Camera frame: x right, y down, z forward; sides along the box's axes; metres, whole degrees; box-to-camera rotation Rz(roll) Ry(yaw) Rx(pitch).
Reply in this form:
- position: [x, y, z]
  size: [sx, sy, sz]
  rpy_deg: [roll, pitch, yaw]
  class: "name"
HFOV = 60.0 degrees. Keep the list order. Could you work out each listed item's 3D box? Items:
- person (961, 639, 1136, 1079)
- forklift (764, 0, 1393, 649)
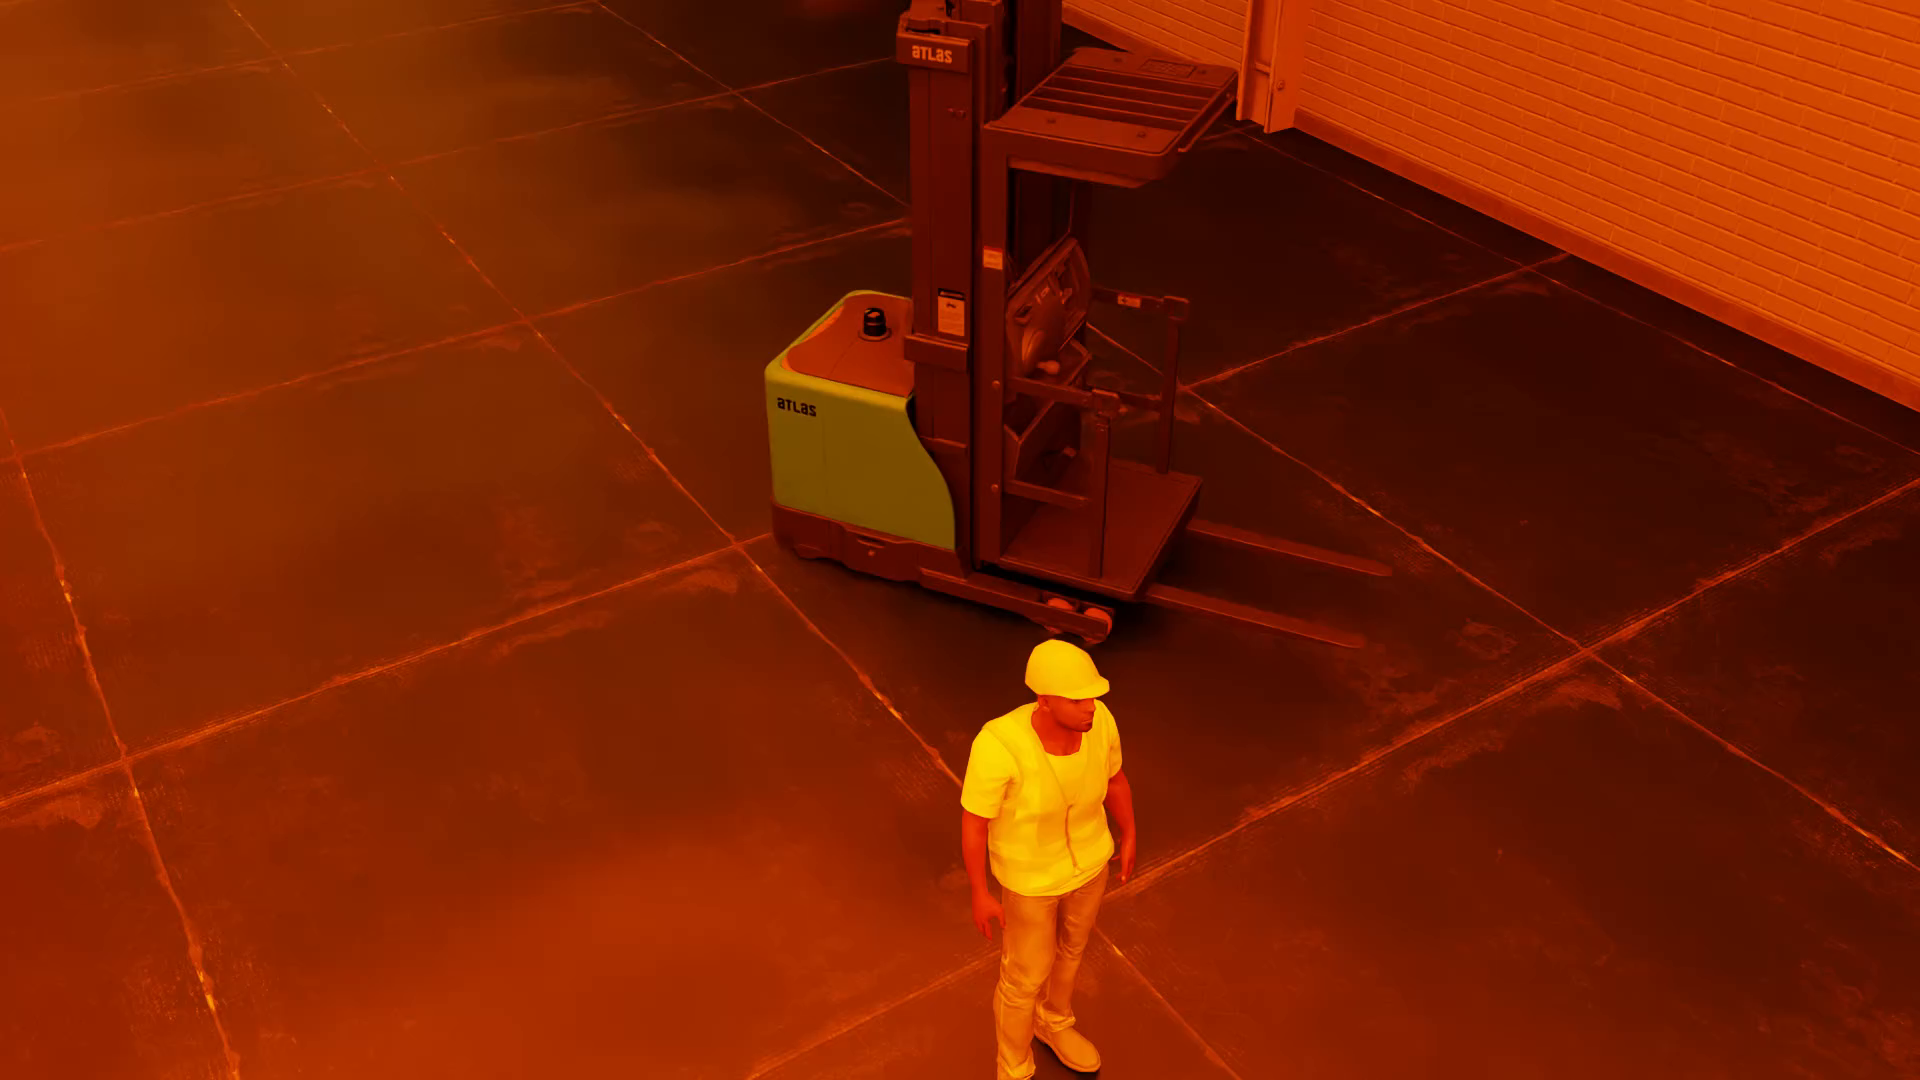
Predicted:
- position: [0.347, 1.127, 5.544]
  size: [0.665, 1.767, 0.576]
  rpy_deg: [-20, 40, -26]
  class: "person"
- position: [0.595, -1.053, 7.646]
  size: [3.031, 2.935, 1.130]
  rpy_deg: [14, 38, 20]
  class: "forklift"
